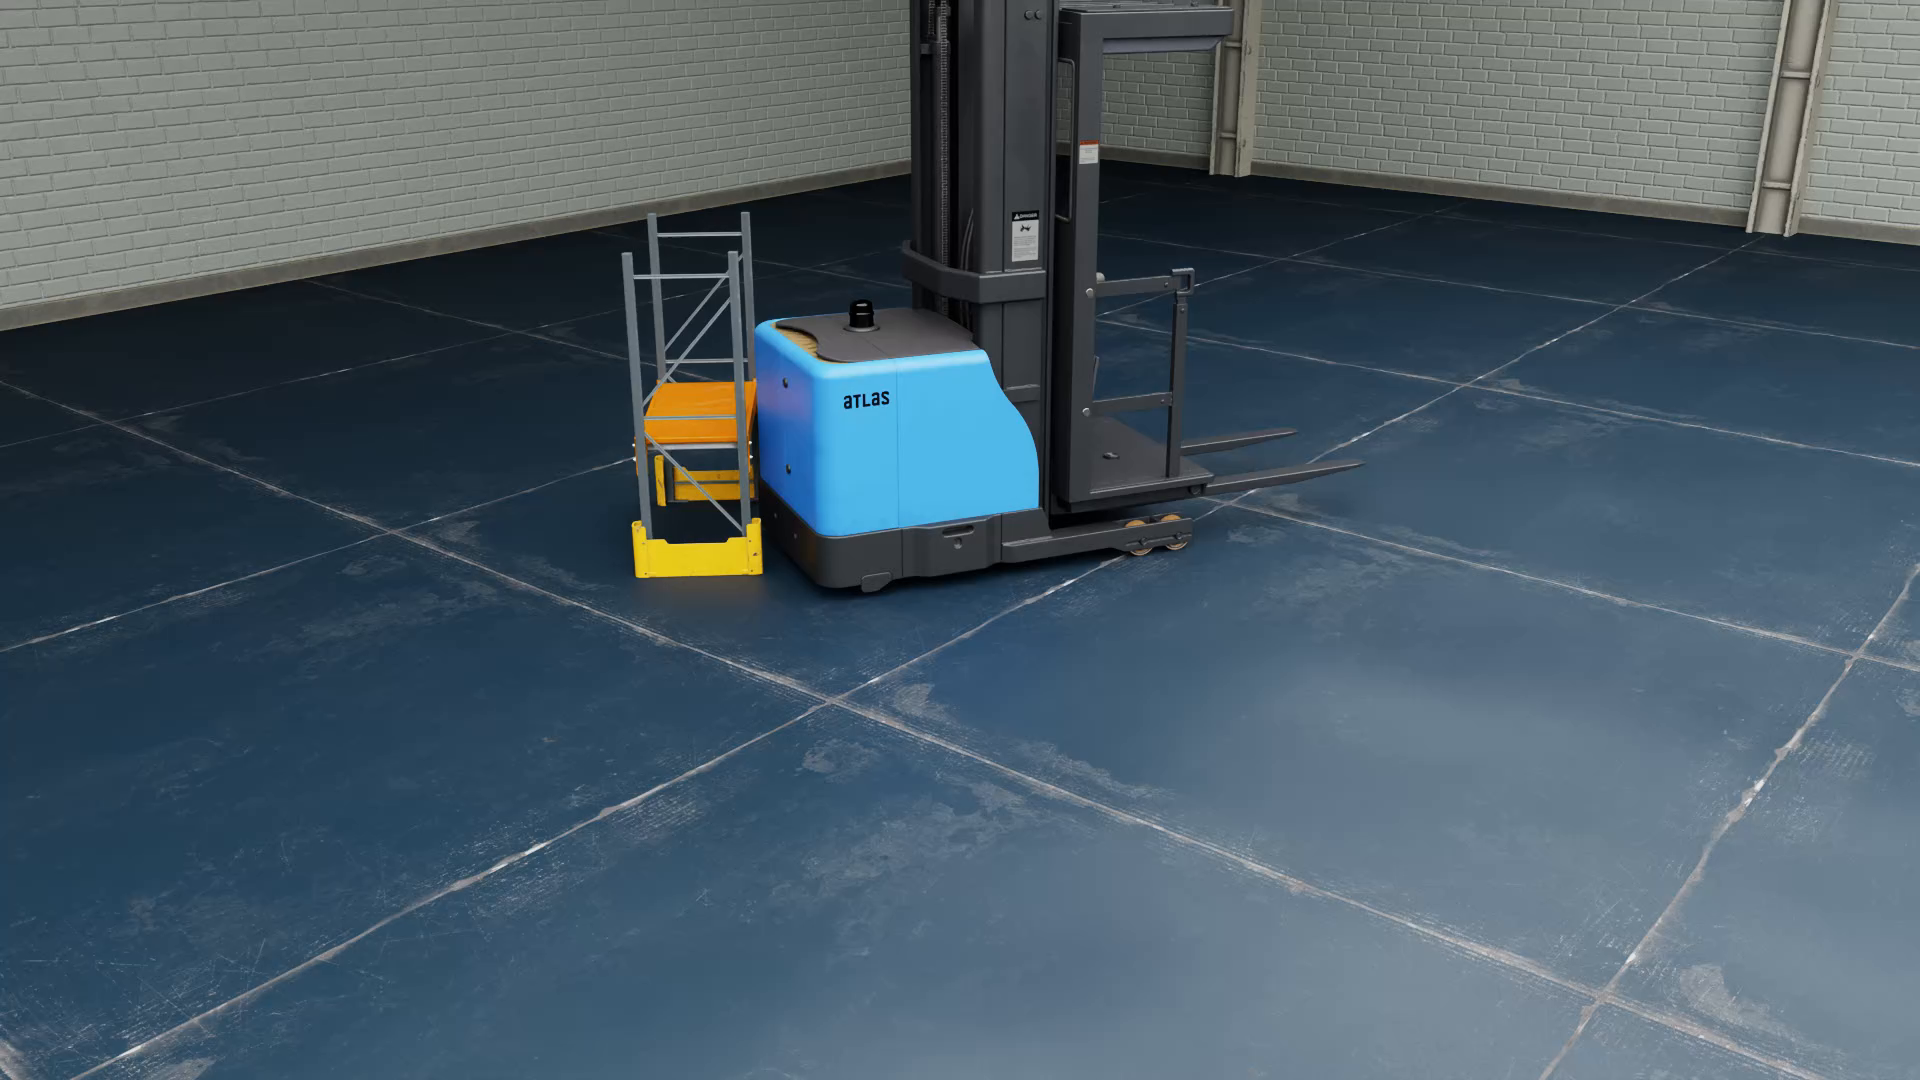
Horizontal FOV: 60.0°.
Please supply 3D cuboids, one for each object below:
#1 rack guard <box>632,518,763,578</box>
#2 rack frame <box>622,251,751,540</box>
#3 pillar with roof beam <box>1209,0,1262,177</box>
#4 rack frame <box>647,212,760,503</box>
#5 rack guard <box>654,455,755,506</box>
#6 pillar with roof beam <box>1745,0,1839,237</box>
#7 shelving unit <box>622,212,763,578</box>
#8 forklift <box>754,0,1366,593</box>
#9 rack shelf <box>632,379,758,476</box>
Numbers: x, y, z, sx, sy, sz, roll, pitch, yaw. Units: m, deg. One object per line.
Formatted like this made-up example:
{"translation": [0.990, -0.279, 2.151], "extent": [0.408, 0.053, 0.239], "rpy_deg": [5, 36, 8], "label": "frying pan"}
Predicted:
{"translation": [-1.215, 0.036, 7.716], "extent": [0.587, 0.250, 0.087], "rpy_deg": [-1, 21, -4], "label": "rack guard"}
{"translation": [-1.216, -0.548, 7.494], "extent": [0.500, 1.500, 0.032], "rpy_deg": [-1, 21, -4], "label": "rack frame"}
{"translation": [0.463, -7.345, 14.892], "extent": [0.400, 9.000, 9.100], "rpy_deg": [16, 26, 36], "label": "pillar with roof beam"}
{"translation": [-1.285, -0.906, 8.444], "extent": [0.500, 1.500, 0.032], "rpy_deg": [-1, 21, -4], "label": "rack frame"}
{"translation": [-1.282, -0.314, 8.646], "extent": [0.587, 0.250, 0.087], "rpy_deg": [-1, 21, -4], "label": "rack guard"}
{"translation": [5.111, -6.006, 11.343], "extent": [0.400, 9.000, 9.100], "rpy_deg": [16, 26, 36], "label": "pillar with roof beam"}
{"translation": [-1.250, -0.724, 7.961], "extent": [0.587, 1.500, 1.083], "rpy_deg": [-1, 21, -4], "label": "shelving unit"}
{"translation": [0.577, -1.459, 7.883], "extent": [3.031, 2.935, 1.130], "rpy_deg": [-9, 22, -22], "label": "forklift"}
{"translation": [-1.250, -0.559, 8.032], "extent": [0.538, 0.185, 1.000], "rpy_deg": [-1, 21, -4], "label": "rack shelf"}
